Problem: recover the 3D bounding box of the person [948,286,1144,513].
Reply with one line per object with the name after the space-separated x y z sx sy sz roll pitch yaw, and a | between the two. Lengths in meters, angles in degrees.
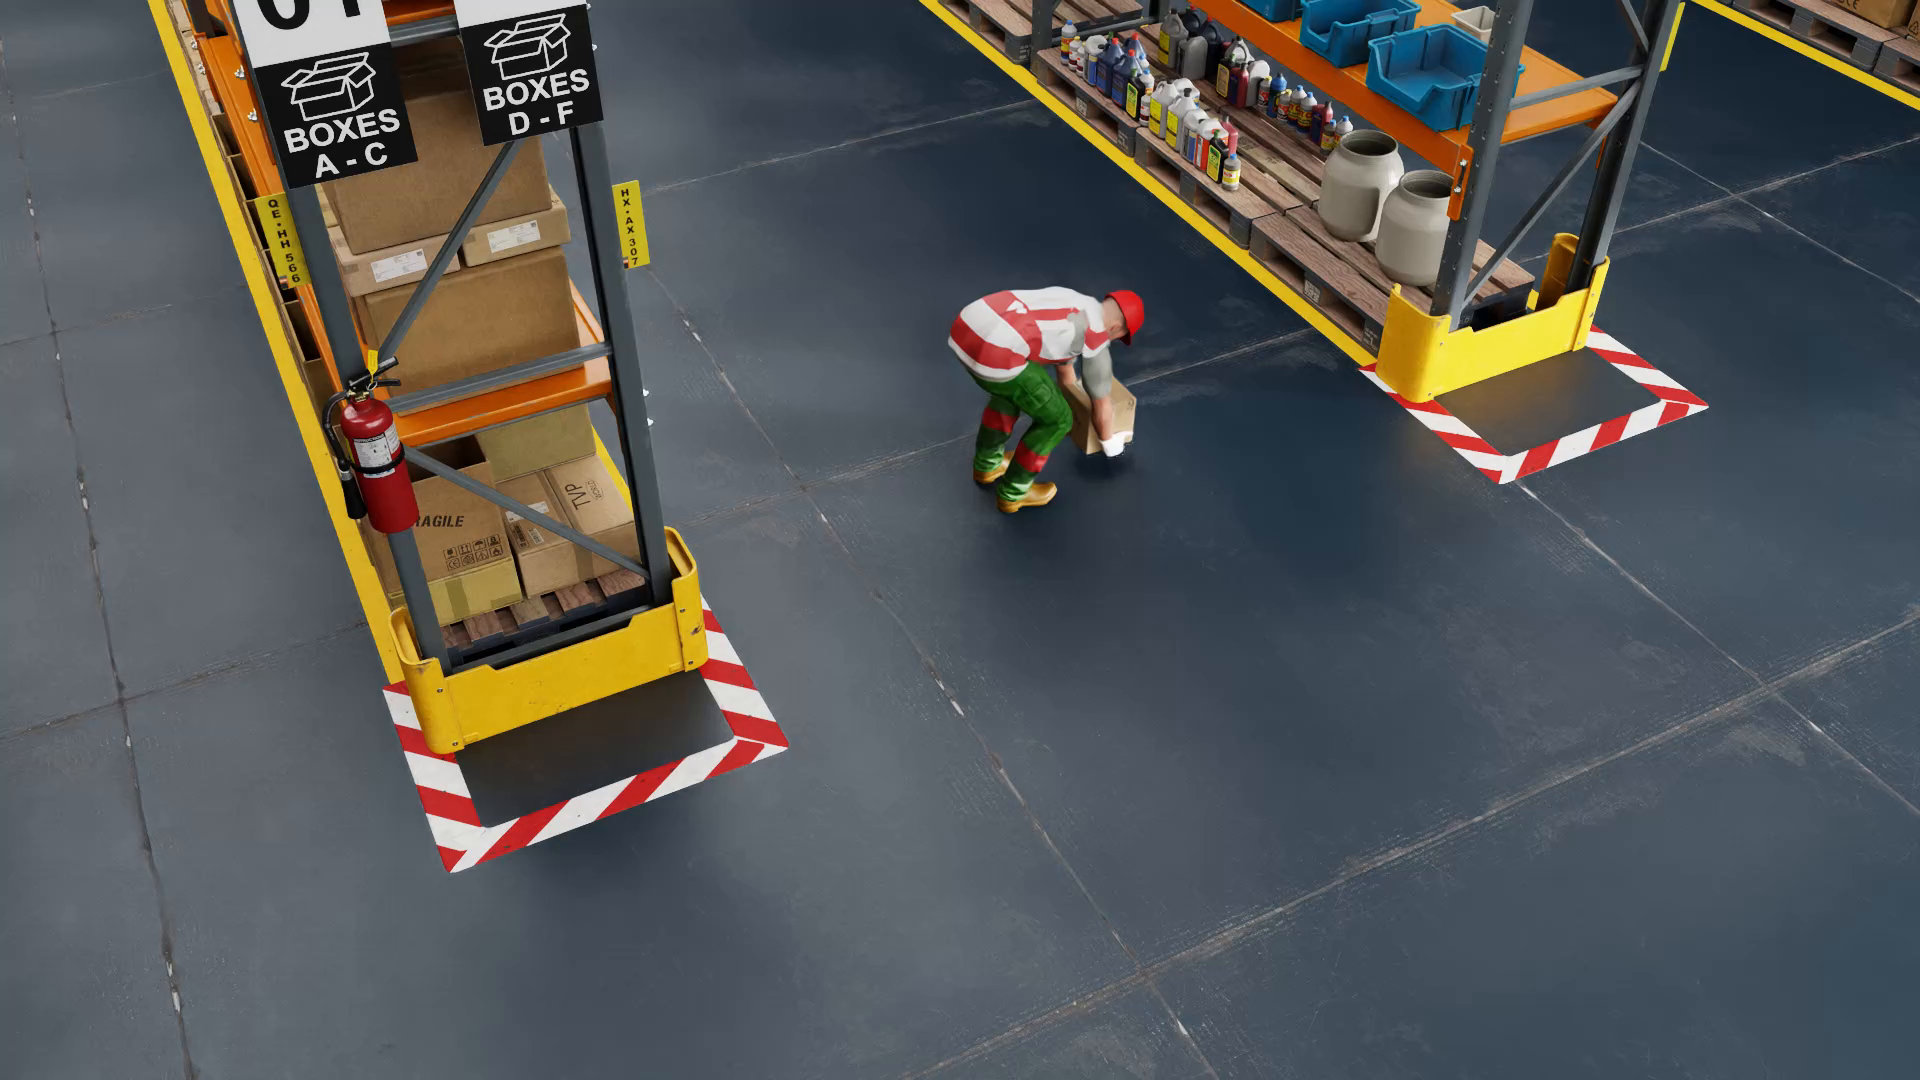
0.410 -0.708 7.527 0.957 1.036 0.522 -21 45 -22 | person
